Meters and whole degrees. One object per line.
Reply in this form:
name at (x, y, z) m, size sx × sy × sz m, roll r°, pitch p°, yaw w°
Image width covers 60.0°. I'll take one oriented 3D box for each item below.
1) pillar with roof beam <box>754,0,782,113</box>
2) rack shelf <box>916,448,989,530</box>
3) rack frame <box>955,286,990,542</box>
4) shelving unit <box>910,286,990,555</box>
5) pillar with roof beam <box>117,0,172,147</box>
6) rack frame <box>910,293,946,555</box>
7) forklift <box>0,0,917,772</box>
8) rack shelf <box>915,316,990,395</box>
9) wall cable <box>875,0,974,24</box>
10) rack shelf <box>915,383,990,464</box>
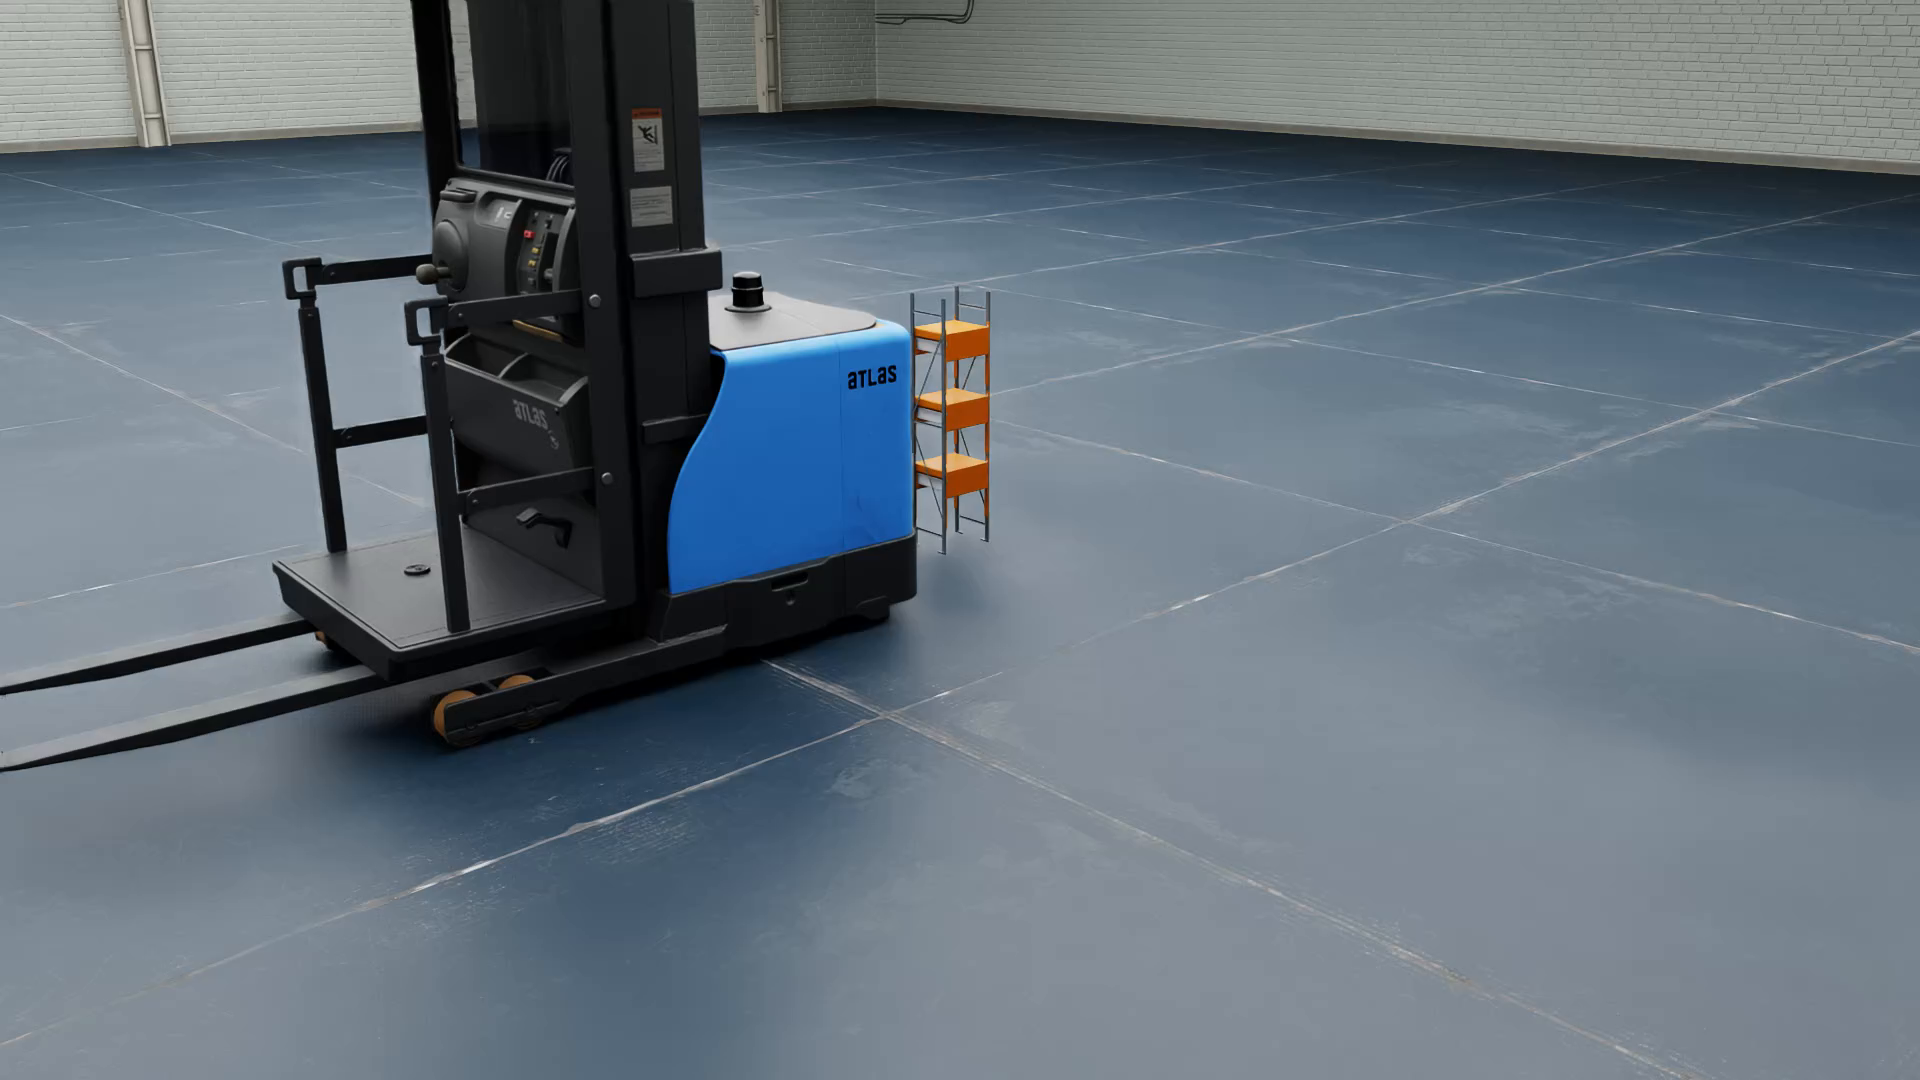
pillar with roof beam at (-0.907, -12.022, 29.474) m, size 0.400 × 9.000 × 9.100 m, roll -16°, pitch 24°, yaw -41°
rack shelf at (-0.039, -0.214, 6.877) m, size 0.240 × 0.259 × 0.215 m, roll -16°, pitch 24°, yaw -41°
rack frame at (0.050, -0.514, 6.868) m, size 0.008 × 1.050 × 0.200 m, roll -16°, pitch 24°, yaw -41°
shelving unit at (-0.039, -0.488, 6.788) m, size 0.252 × 1.050 × 0.215 m, roll -16°, pitch 24°, yaw -41°
pillar with roof beam at (-9.626, -9.480, 21.632) m, size 0.400 × 9.000 × 9.100 m, roll -16°, pitch 24°, yaw -41°
rack frame at (-0.128, -0.462, 6.708) m, size 0.008 × 1.050 × 0.200 m, roll -16°, pitch 24°, yaw -41°
forklift at (-1.615, -0.950, 5.162) m, size 3.031 × 2.935 × 1.130 m, roll -14°, pitch 23°, yaw -38°
rack shelf at (-0.039, -0.748, 6.704) m, size 0.240 × 0.259 × 0.215 m, roll -16°, pitch 24°, yaw -41°
wall cable at (-0.815, -11.838, 33.940) m, size 0.112 × 2.526 × 3.097 m, roll -16°, pitch 24°, yaw -41°
rack shelf at (-0.039, -0.478, 6.791) m, size 0.240 × 0.259 × 0.215 m, roll -16°, pitch 24°, yaw -41°
